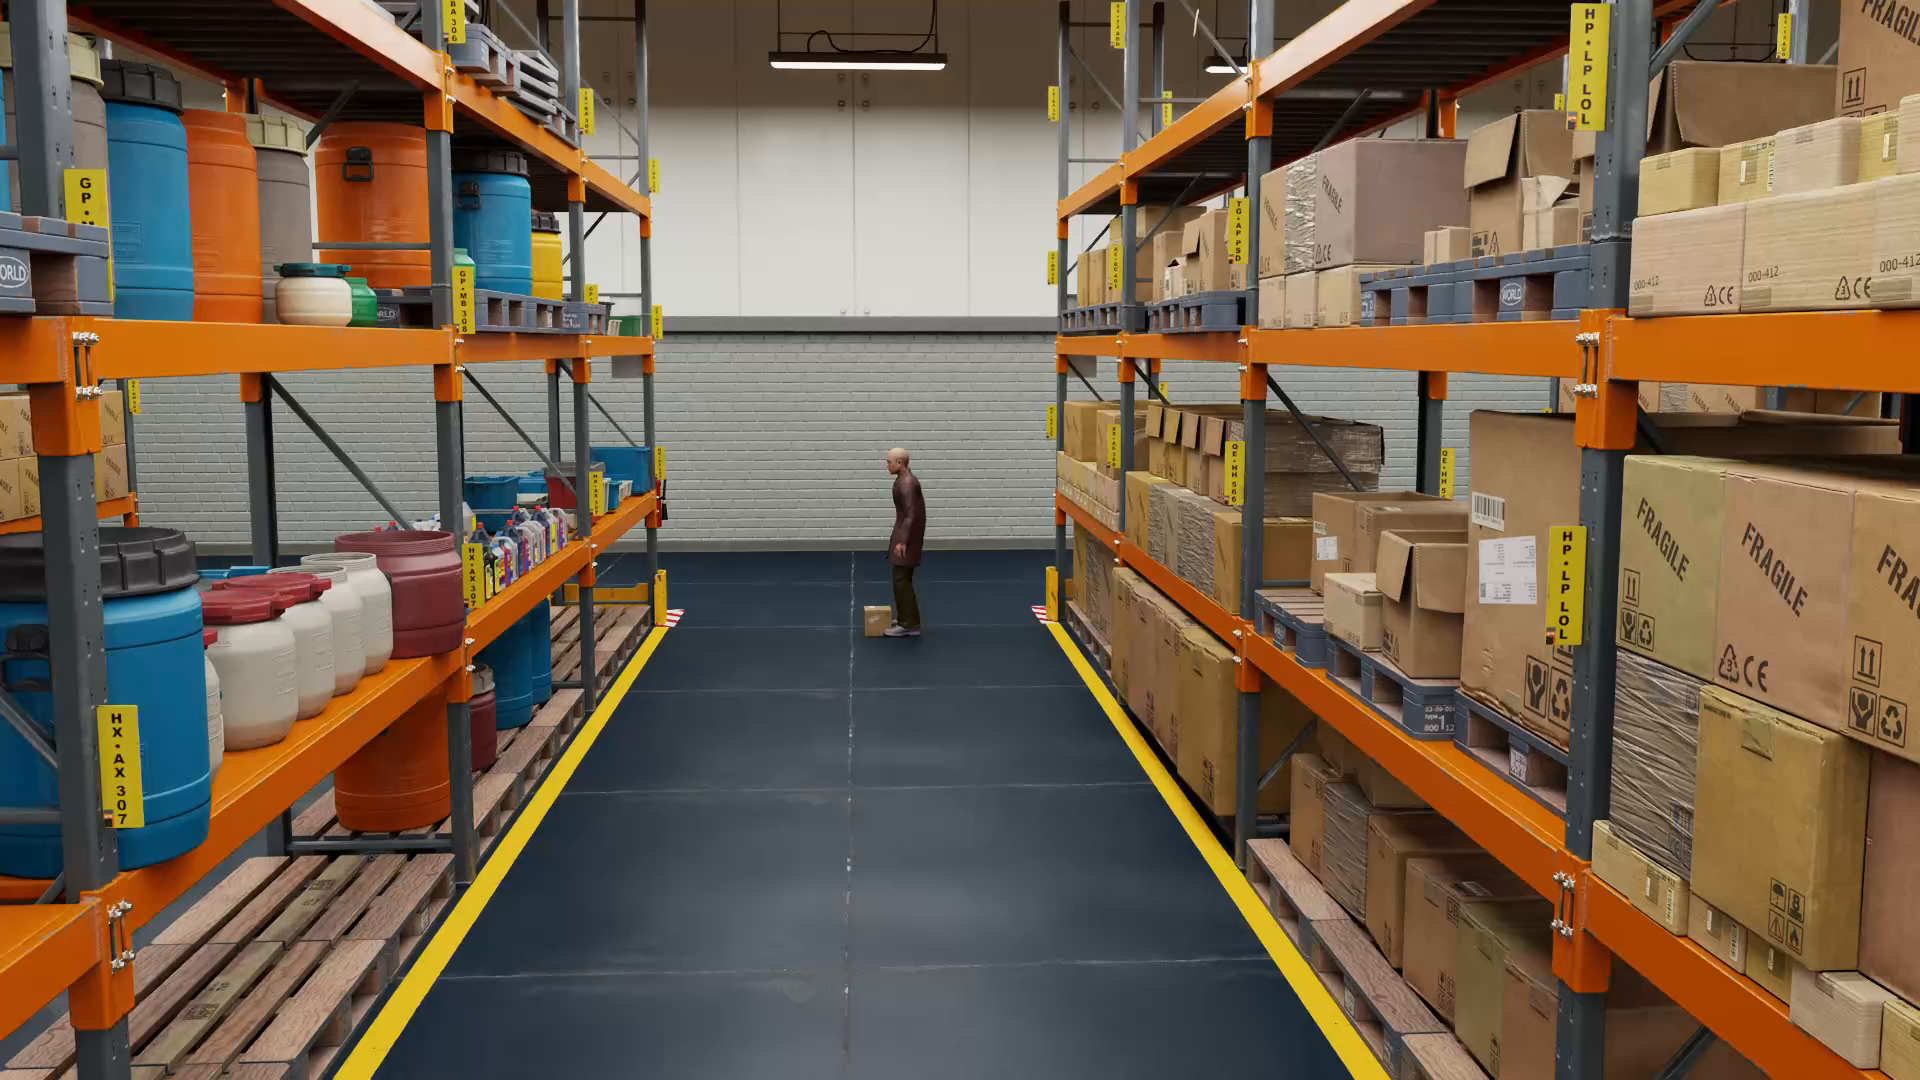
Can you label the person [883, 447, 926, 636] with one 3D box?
[{"bbox_3d":[-0.533,0.009,15.728,0.426,1.773,0.640,-1,7,-4],"label":"person"}]
